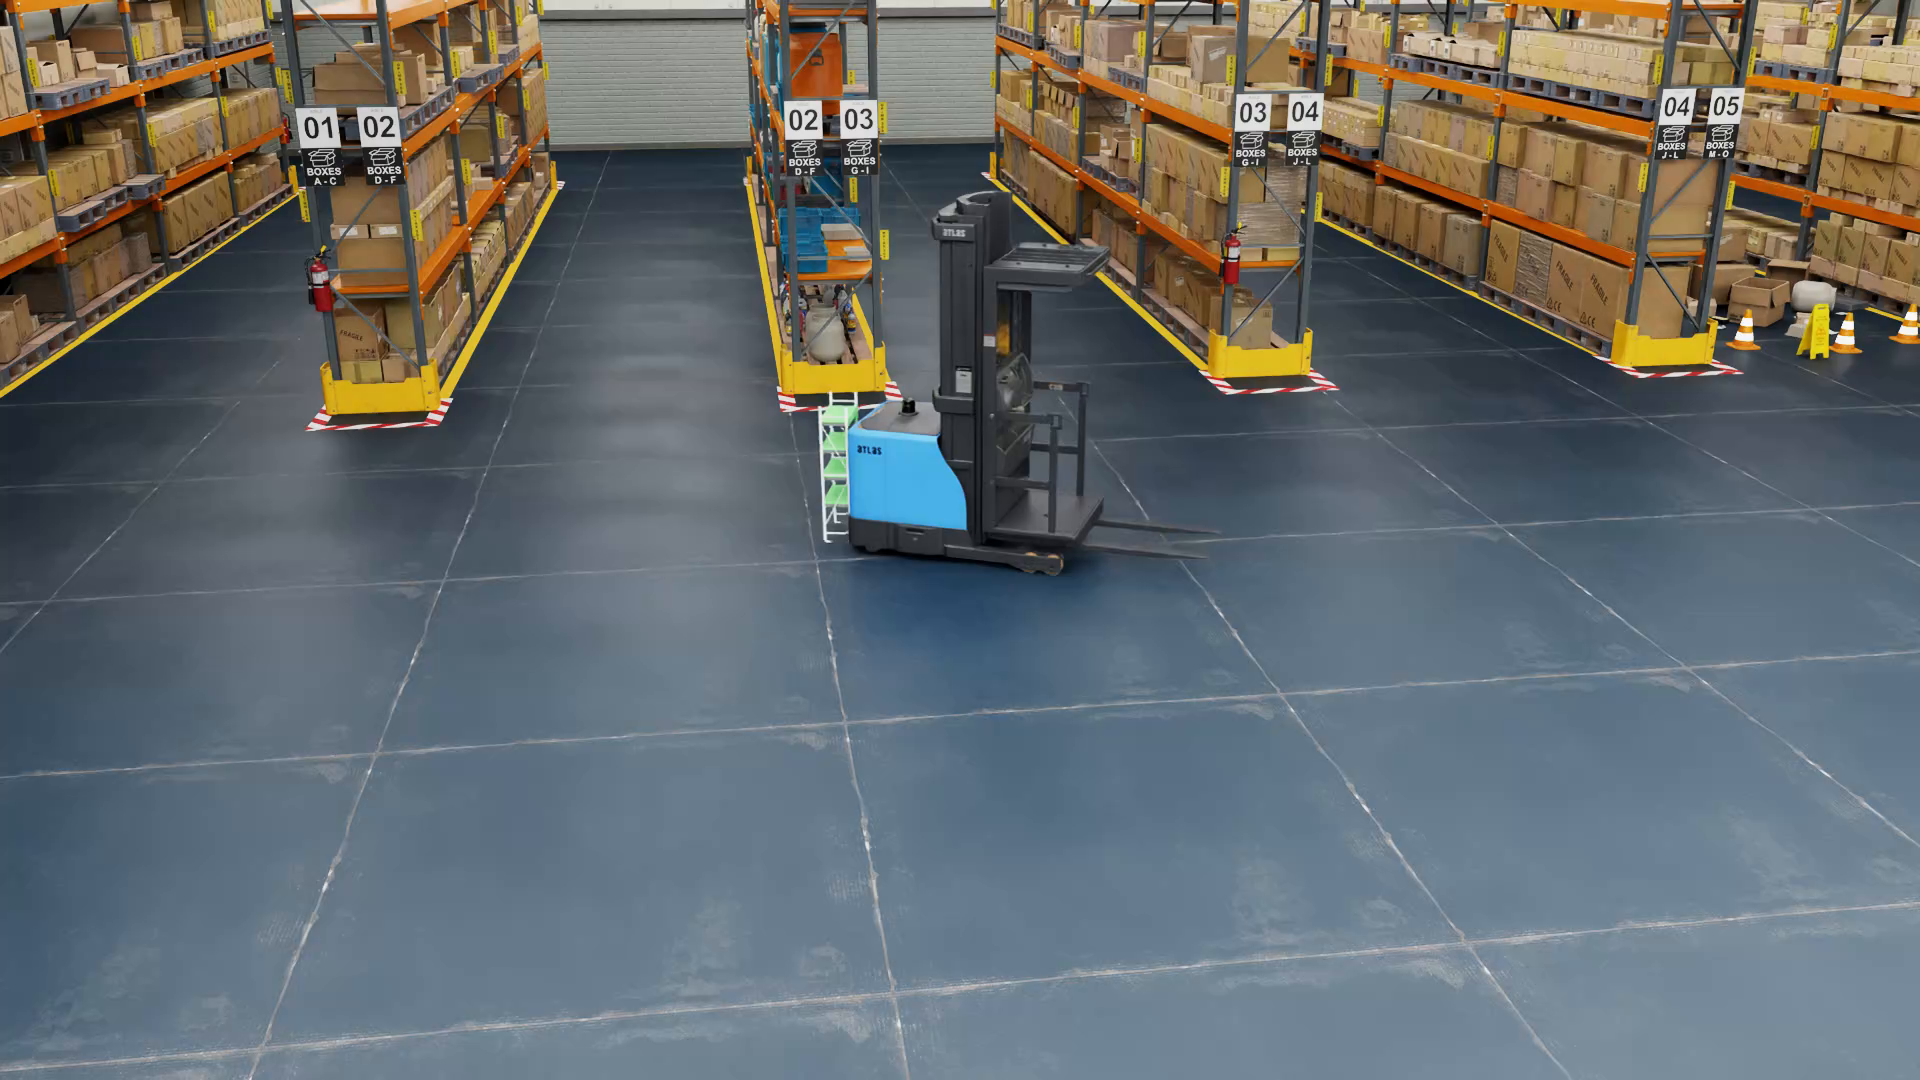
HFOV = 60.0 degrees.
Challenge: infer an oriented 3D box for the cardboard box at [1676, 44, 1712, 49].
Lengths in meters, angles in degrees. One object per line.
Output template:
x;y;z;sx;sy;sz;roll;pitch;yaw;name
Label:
8.639;-5.774;19.652;0.380;0.149;0.250;-3;21;-9;cardboard box

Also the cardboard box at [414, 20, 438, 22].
-7.013;-6.528;21.737;0.500;0.500;0.500;-1;21;-3;cardboard box

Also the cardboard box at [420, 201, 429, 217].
-6.313;-3.792;19.086;0.380;0.149;0.250;-3;21;-8;cardboard box

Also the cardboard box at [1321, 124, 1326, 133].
6.510;-7.185;28.999;0.380;0.149;0.250;-3;21;-9;cardboard box

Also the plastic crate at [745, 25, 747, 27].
-3.906;-9.834;32.232;0.497;0.269;0.590;-3;21;-8;plastic crate

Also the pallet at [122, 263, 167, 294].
-12.225;-3.791;24.138;1.003;0.211;1.213;-3;21;-8;pallet

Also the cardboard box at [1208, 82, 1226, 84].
3.132;-5.312;19.584;0.380;0.149;0.250;-3;21;-7;cardboard box

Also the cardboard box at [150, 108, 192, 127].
-12.380;-6.620;26.059;0.500;0.250;0.500;-3;21;-9;cardboard box

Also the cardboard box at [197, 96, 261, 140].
-13.189;-7.586;29.886;0.980;0.700;0.700;-4;21;-10;cardboard box

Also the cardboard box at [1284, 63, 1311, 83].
6.300;-8.700;31.298;0.500;0.500;0.500;-4;21;-9;cardboard box

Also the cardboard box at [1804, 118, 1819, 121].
12.838;-6.137;25.266;0.500;0.500;0.500;-3;21;-8;cardboard box

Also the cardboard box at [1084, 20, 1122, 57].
2.182;-7.628;25.281;0.500;0.500;0.500;-3;21;-7;cardboard box

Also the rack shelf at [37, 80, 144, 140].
-12.048;-5.743;22.121;1.077;0.370;4.000;-3;21;-8;rack shelf

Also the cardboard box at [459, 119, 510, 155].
-7.580;-6.401;26.398;0.700;0.500;0.500;1;20;2;cardboard box

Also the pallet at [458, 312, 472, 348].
-6.785;-2.650;21.084;1.003;0.211;1.213;-3;21;-8;pallet

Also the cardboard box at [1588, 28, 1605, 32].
11.435;-9.038;29.650;0.380;0.166;0.250;-4;21;-11;cardboard box

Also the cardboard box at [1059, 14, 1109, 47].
2.053;-8.474;27.656;0.797;0.503;0.637;-3;21;-8;cardboard box

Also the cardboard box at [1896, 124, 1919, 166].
12.863;-5.194;21.913;0.700;0.500;0.500;-3;21;-8;cardboard box

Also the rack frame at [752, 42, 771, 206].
-3.109;-7.252;29.420;1.000;3.000;0.127;-3;21;-8;rack frame

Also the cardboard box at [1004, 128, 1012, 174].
1.387;-7.871;33.513;0.875;0.875;0.875;-3;21;-8;cardboard box

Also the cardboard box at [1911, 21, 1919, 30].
16.728;-8.910;28.791;0.380;0.149;0.250;-3;21;-9;cardboard box

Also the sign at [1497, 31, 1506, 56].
7.333;-6.711;22.497;0.100;0.325;0.005;-3;21;-8;sign

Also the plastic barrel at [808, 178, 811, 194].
-1.877;-4.888;22.897;0.433;0.535;0.433;0;20;0;plastic barrel

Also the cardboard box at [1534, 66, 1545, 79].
7.694;-6.072;21.590;0.380;0.149;0.250;-3;21;-9;cardboard box

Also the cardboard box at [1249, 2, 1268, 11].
5.945;-10.548;32.886;0.380;0.149;0.250;-3;21;-8;cardboard box

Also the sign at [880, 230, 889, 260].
-0.834;-3.253;18.318;0.100;0.325;0.005;-3;21;-8;sign

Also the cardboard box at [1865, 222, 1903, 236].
12.646;-4.261;22.741;0.380;0.149;0.250;-2;21;-5;cardboard box

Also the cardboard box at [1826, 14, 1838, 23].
16.222;-9.620;30.663;0.380;0.149;0.250;-3;21;-9;cardboard box

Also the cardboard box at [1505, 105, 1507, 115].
11.052;-8.730;33.233;0.500;0.500;0.500;-2;21;-6;cardboard box

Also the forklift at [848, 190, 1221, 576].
0.636;-1.289;13.553;3.031;2.935;1.130;6;21;16;forklift

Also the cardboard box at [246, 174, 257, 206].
-12.988;-6.216;29.620;0.700;0.500;0.500;-3;21;-8;cardboard box

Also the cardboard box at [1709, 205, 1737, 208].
12.247;-5.386;27.581;0.950;0.372;0.625;-4;21;-11;cardboard box

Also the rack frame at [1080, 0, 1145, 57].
2.369;-8.927;25.331;1.000;3.000;0.127;-3;21;-8;rack frame

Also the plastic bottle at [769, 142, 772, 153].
-3.159;-6.416;27.251;0.144;0.351;0.185;-3;21;-8;plastic bottle

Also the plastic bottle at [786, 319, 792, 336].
-2.078;-2.606;20.352;0.097;0.201;0.097;0;20;0;plastic bottle

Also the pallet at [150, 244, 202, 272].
-12.375;-4.338;25.603;1.003;0.211;1.213;-3;21;-8;pallet

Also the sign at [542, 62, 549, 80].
-8.036;-9.100;32.261;0.100;0.325;0.005;-3;21;-8;sign

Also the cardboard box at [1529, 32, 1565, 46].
7.658;-6.533;21.683;0.380;0.149;0.250;-3;21;-8;cardboard box

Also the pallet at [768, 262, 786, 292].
-2.287;-3.869;24.348;1.003;0.211;1.213;-3;21;-8;pallet

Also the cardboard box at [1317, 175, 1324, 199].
6.637;-6.291;29.818;0.500;0.500;0.500;-2;21;-5;cardboard box

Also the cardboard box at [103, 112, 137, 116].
-12.800;-6.416;25.512;0.500;0.250;0.500;-3;21;-9;cardboard box

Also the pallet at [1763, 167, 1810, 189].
12.786;-5.414;24.773;1.003;0.211;1.213;-3;21;-8;pallet

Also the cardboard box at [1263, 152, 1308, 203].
3.712;-4.206;19.267;0.500;0.500;0.500;-3;21;-8;cardboard box

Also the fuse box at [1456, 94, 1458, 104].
12.286;-10.790;40.733;0.539;1.711;0.414;-3;21;-8;fuse box

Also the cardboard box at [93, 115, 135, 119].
-12.729;-6.238;25.036;0.500;0.250;0.500;-4;21;-10;cardboard box

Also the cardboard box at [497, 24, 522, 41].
-7.836;-8.754;28.653;0.500;0.250;0.500;-3;21;-8;cardboard box

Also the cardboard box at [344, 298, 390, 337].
-6.812;-2.625;19.289;0.500;0.500;0.500;-3;21;-8;cardboard box

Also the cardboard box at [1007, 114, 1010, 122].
1.128;-8.185;32.276;0.380;0.149;0.250;-3;21;-8;cardboard box

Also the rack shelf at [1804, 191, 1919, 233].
13.040;-4.202;22.283;1.077;0.370;4.000;-3;21;-8;rack shelf

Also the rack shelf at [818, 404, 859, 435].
-1.028;-1.017;14.105;0.258;0.148;0.480;2;21;6;rack shelf

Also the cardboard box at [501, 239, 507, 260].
-7.117;-4.357;25.000;0.500;0.250;0.500;-2;21;-6;cardboard box

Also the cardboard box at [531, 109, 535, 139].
-7.892;-7.418;29.721;0.500;0.500;0.500;-3;21;-7;cardboard box

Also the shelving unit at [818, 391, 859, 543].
-1.024;-0.627;14.250;0.258;1.200;0.503;2;21;6;shelving unit

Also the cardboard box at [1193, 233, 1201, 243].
3.080;-3.750;20.402;0.380;0.149;0.250;-3;21;-8;cardboard box

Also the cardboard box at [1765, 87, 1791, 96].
16.559;-9.203;33.361;0.500;0.500;0.500;-3;21;-9;cardboard box

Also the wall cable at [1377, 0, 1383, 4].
9.923;-14.152;39.321;0.463;3.000;0.029;-3;21;-8;wall cable

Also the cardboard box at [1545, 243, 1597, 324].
8.153;-3.300;21.275;0.875;0.875;0.875;-3;21;-9;cardboard box
